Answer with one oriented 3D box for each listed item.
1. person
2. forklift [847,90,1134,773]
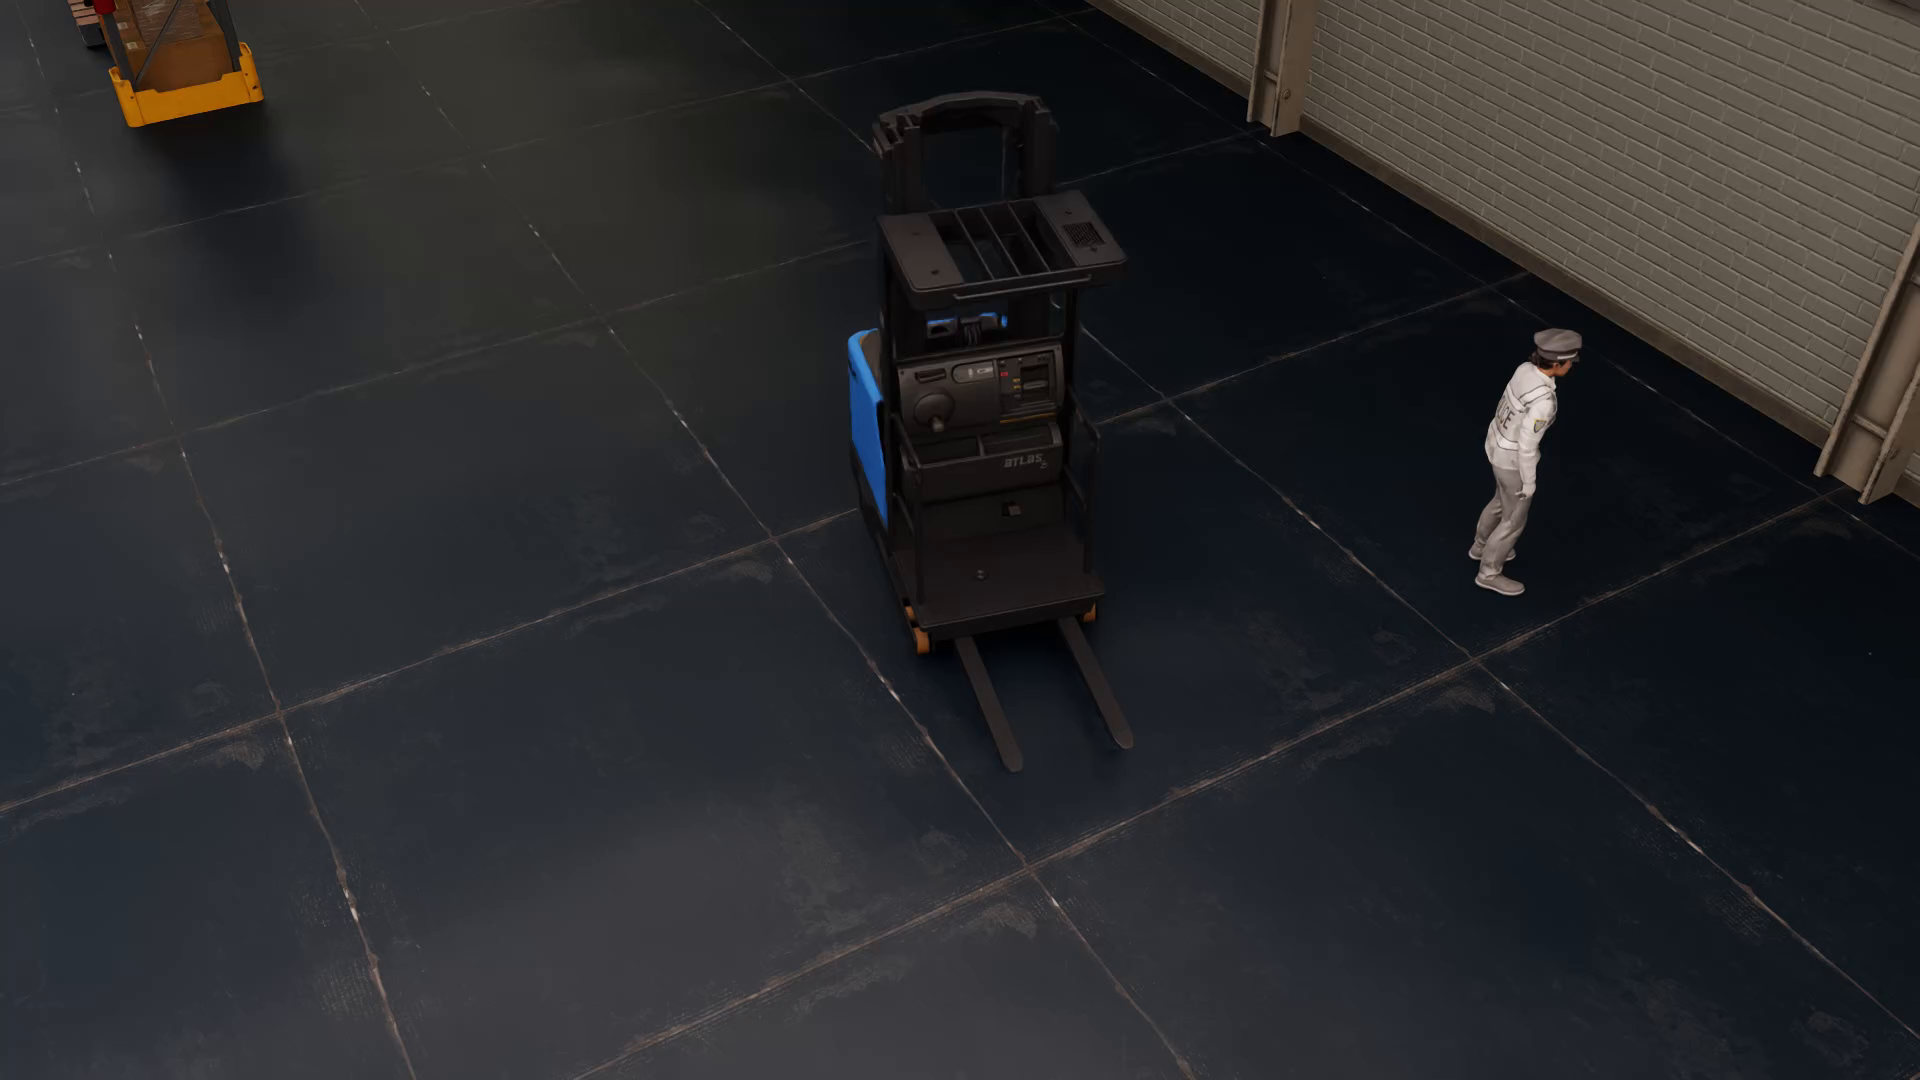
[{"bbox_3d":[3.222,-0.468,9.597,0.375,1.662,0.528,3,40,3],"label":"person"},{"bbox_3d":[0.180,-0.751,8.942,1.130,2.935,3.031,-10,41,-12],"label":"forklift"}]
